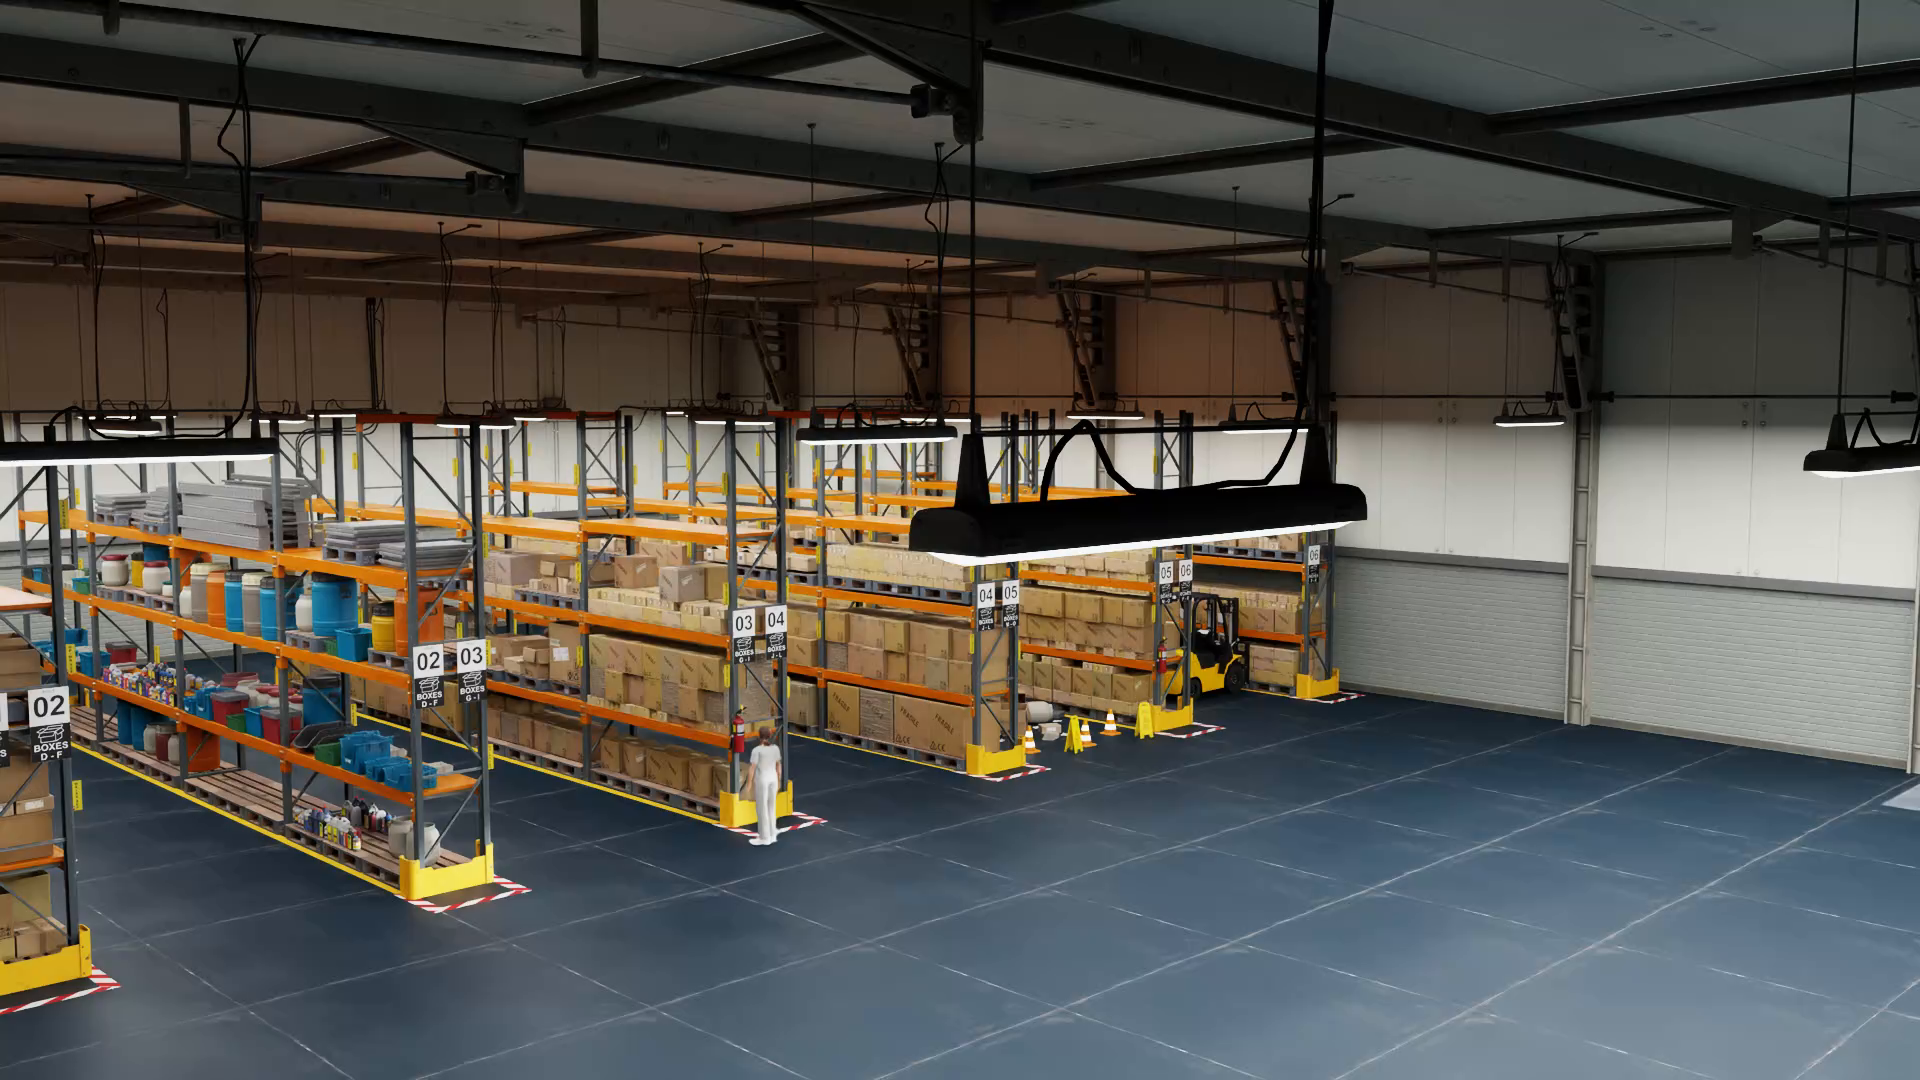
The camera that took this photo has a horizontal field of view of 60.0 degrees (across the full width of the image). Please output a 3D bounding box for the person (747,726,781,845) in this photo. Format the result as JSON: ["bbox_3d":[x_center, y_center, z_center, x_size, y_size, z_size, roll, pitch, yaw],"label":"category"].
[{"bbox_3d":[-2.756,3.466,23.467,0.532,1.708,0.373,-3,6,-34],"label":"person"}]

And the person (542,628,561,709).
[{"bbox_3d":[-8.325,2.641,33.812,0.917,1.498,0.529,4,7,42],"label":"person"}]
